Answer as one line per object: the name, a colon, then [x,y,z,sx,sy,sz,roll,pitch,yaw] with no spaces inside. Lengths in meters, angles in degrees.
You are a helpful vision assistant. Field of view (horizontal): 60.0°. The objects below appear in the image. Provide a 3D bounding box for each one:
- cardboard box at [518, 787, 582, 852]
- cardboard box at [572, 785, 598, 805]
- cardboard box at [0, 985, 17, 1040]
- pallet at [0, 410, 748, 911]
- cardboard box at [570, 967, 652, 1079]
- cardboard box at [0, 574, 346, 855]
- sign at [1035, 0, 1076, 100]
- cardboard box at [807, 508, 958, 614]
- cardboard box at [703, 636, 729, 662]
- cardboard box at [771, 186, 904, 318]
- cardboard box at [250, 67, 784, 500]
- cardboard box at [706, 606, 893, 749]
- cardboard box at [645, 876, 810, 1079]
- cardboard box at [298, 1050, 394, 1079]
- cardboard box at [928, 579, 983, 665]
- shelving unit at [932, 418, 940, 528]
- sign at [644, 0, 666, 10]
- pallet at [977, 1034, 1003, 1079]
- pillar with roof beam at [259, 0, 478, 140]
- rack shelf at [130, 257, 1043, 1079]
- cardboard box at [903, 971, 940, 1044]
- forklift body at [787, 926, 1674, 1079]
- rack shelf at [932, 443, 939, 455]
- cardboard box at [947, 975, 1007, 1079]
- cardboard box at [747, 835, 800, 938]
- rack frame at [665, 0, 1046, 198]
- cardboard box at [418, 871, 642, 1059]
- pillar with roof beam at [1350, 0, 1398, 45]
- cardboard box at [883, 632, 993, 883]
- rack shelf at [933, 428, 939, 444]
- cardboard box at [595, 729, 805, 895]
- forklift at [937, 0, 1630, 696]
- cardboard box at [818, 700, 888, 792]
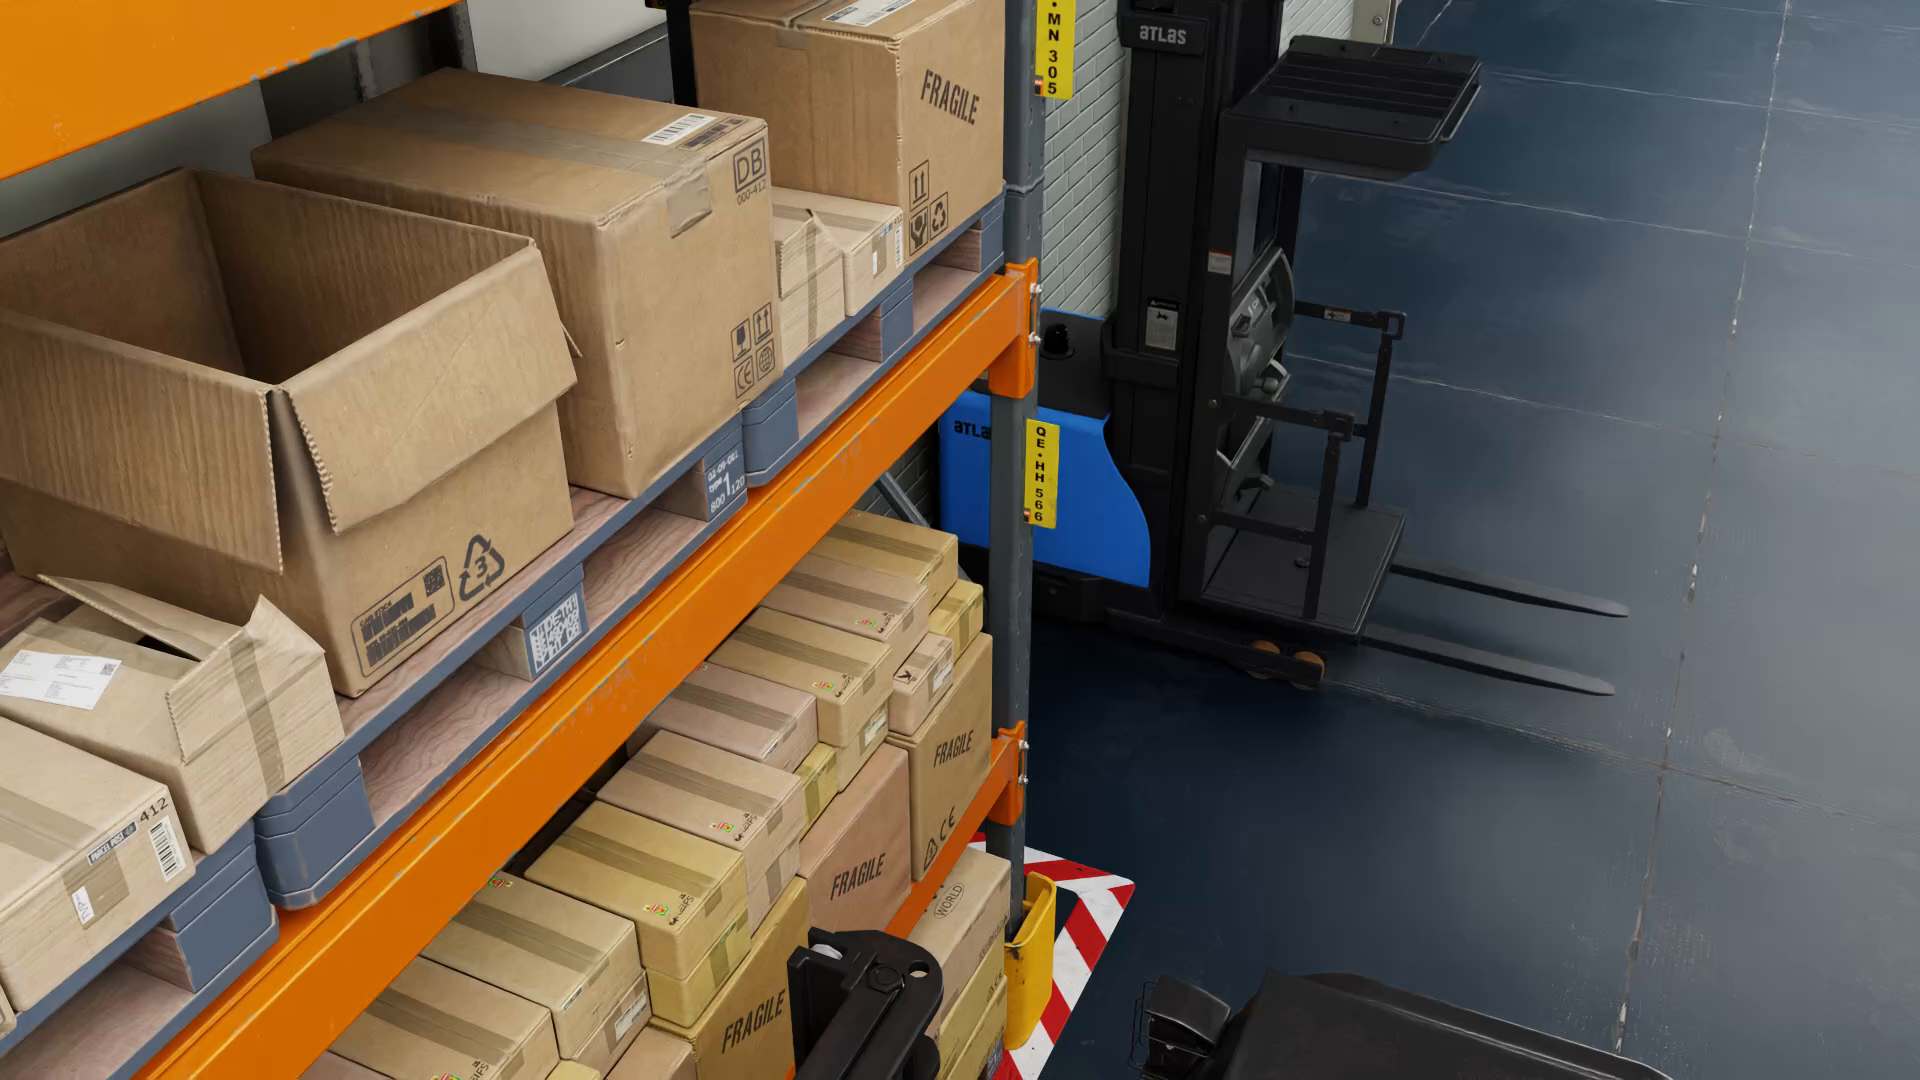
cardboard box: [-1.140,0.561,3.977,0.380,0.149,0.250,15,36,21]
cardboard box: [-0.926,0.681,4.385,0.500,0.500,0.500,15,36,22]
cardboard box: [-1.373,0.474,1.663,0.500,0.311,0.500,15,36,21]
pallet: [-1.098,0.014,2.839,1.003,0.211,1.213,14,36,20]
cardboard box: [-0.861,0.947,3.388,0.380,0.149,0.250,14,36,20]
cardboard box: [-1.046,0.182,2.150,0.396,0.266,0.258,13,36,19]
sign: [0.218,-1.185,3.851,0.100,0.325,0.005,14,36,20]
cardboard box: [-0.228,0.064,4.463,0.380,0.149,0.250,14,36,21]
cardboard box: [-0.804,0.334,4.323,0.380,0.149,0.250,14,36,20]
cardboard box: [-0.340,-0.610,3.463,0.380,0.149,0.250,13,35,19]
cardboard box: [-0.752,-0.475,2.938,0.700,0.500,0.500,14,36,21]
cardboard box: [-0.387,0.331,4.056,0.380,0.149,0.250,15,36,22]
cardboard box: [-0.676,1.050,3.822,0.500,0.500,0.500,13,36,20]
cardboard box: [-1.073,1.079,2.915,0.380,0.149,0.250,14,36,20]
cardboard box: [-0.160,0.199,4.529,0.380,0.149,0.250,15,36,21]
shelving unit: [0.024,-0.385,8.019,0.258,0.900,0.210,15,36,20]
sign: [-0.771,-1.508,4.210,0.100,0.325,0.005,14,36,20]
pallet: [-0.551,1.831,5.264,1.003,0.211,1.213,14,36,20]
pillar with roof beam: [2.531,-1.106,1.731,9.100,9.000,0.400,14,36,20]
rack shelf: [-1.106,0.317,2.951,1.077,0.370,4.000,14,36,20]
cardboard box: [-0.387,1.388,4.611,0.500,0.250,0.500,15,36,21]
forklift body: [0.594,1.993,3.249,2.313,2.155,1.214,14,36,20]
rack shelf: [0.026,-0.433,7.988,0.258,0.077,0.200,15,36,20]
cardboard box: [-0.179,1.556,5.267,0.500,0.250,0.500,14,36,21]
cardboard box: [-0.587,0.713,3.745,0.380,0.149,0.250,13,35,19]
rack frame: [-0.269,-2.234,3.450,1.000,3.000,0.127,14,36,20]
cardboard box: [-0.864,0.829,3.295,0.380,0.149,0.250,15,36,21]
pillar with roof beam: [7.552,-7.083,10.845,9.100,9.000,0.400,14,36,20]
cardboard box: [-0.237,0.538,4.602,0.500,0.500,0.500,13,36,19]
rack shelf: [0.028,-0.508,7.939,0.258,0.077,0.200,15,36,20]
cardboard box: [-0.567,0.593,3.656,0.380,0.149,0.250,15,36,22]
forklift: [1.453,-0.905,6.957,3.031,2.935,1.130,14,36,20]
cardboard box: [-0.404,0.448,4.148,0.380,0.149,0.250,15,36,21]
